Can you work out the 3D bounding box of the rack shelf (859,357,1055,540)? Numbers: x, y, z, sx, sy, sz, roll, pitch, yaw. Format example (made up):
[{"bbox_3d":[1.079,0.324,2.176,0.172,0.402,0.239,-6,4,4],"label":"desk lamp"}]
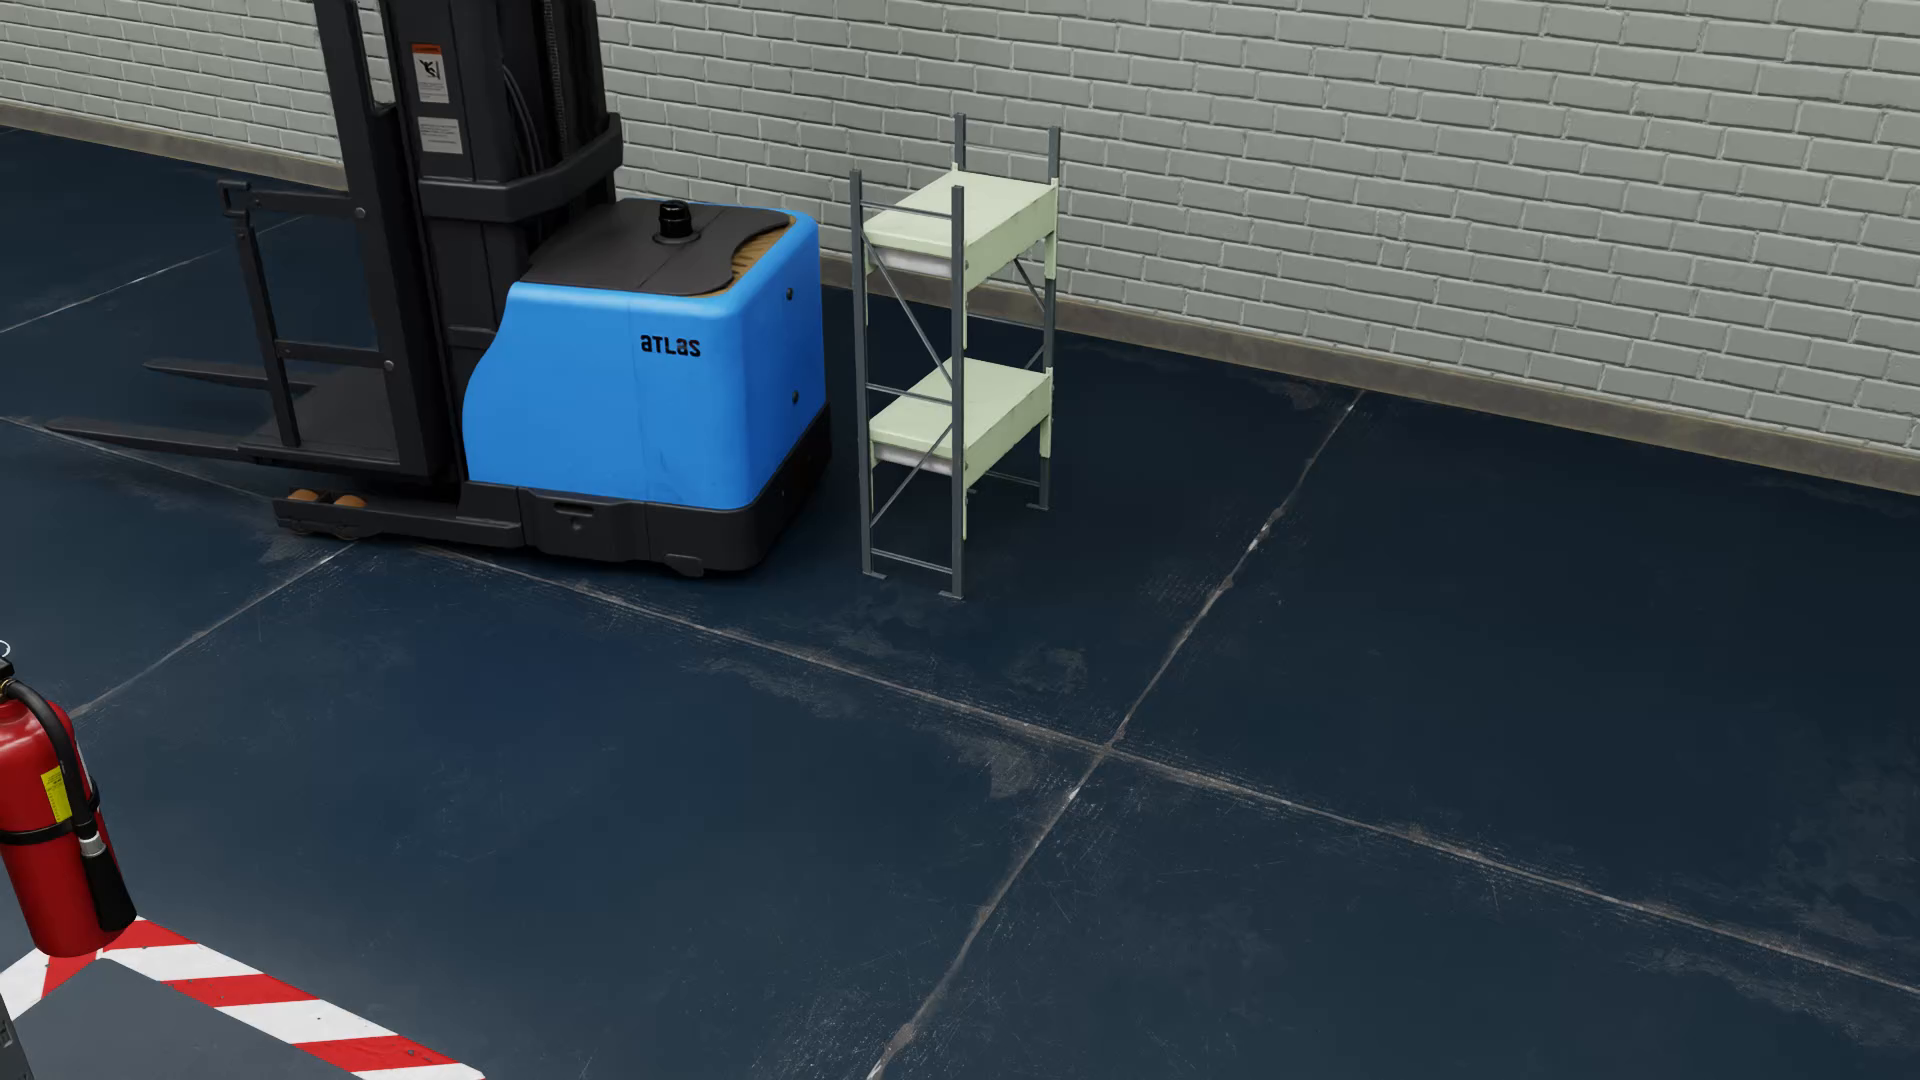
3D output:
[{"bbox_3d":[-0.003,-0.365,6.034,0.431,0.370,0.720,14,33,23],"label":"rack shelf"}]

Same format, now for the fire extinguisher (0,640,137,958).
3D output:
[{"bbox_3d":[-1.635,0.432,2.938,0.296,0.674,0.183,14,33,23],"label":"fire extinguisher"}]

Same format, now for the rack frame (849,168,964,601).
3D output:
[{"bbox_3d":[-0.170,-0.485,5.589,0.400,1.500,0.023,14,33,23],"label":"rack frame"}]

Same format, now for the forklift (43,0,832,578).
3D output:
[{"bbox_3d":[-2.090,-1.516,5.947,3.031,2.935,1.130,7,31,12],"label":"forklift"}]

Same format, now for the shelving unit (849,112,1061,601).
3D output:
[{"bbox_3d":[-0.003,-0.647,5.871,0.431,1.500,0.755,14,33,23],"label":"shelving unit"}]

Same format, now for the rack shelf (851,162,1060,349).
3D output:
[{"bbox_3d":[-0.003,-0.986,5.677,0.431,0.370,0.720,14,33,23],"label":"rack shelf"}]

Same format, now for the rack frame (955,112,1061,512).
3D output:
[{"bbox_3d":[0.164,-0.810,6.154,0.400,1.500,0.023,14,33,23],"label":"rack frame"}]
